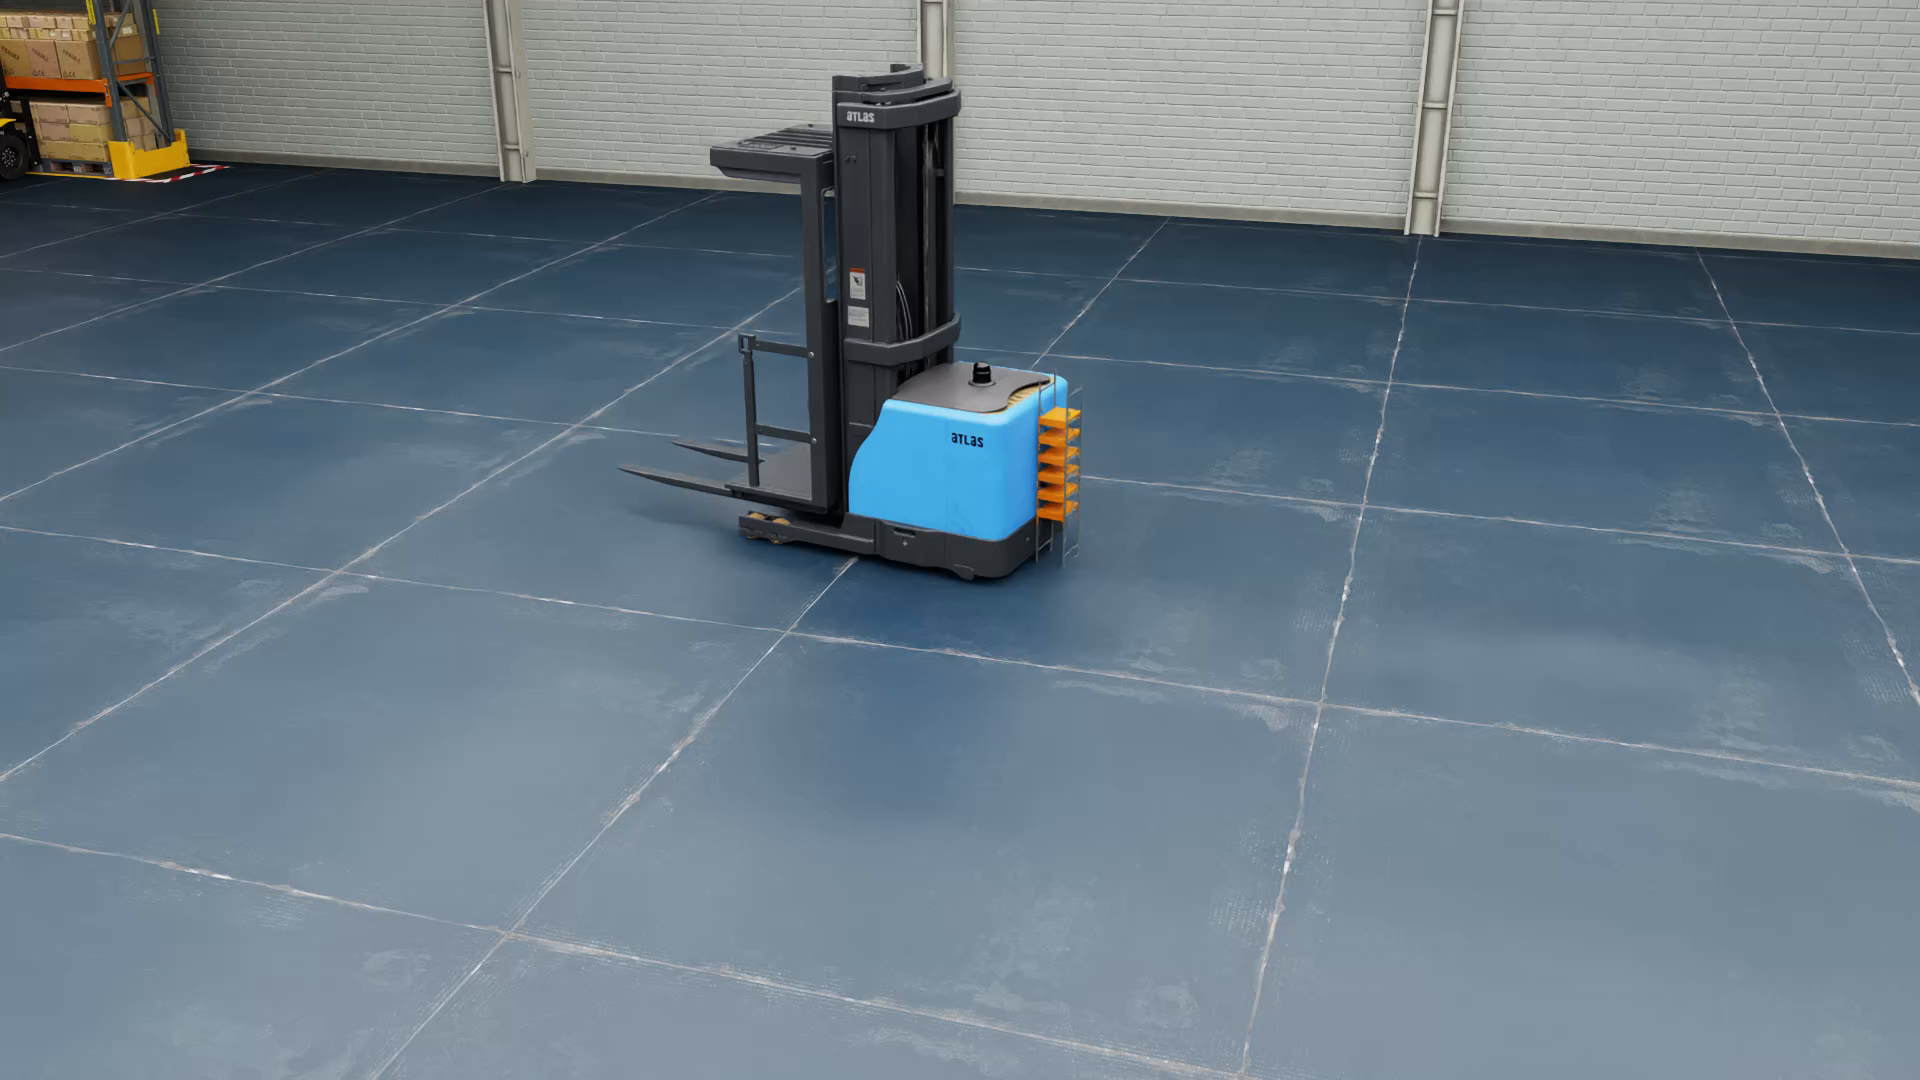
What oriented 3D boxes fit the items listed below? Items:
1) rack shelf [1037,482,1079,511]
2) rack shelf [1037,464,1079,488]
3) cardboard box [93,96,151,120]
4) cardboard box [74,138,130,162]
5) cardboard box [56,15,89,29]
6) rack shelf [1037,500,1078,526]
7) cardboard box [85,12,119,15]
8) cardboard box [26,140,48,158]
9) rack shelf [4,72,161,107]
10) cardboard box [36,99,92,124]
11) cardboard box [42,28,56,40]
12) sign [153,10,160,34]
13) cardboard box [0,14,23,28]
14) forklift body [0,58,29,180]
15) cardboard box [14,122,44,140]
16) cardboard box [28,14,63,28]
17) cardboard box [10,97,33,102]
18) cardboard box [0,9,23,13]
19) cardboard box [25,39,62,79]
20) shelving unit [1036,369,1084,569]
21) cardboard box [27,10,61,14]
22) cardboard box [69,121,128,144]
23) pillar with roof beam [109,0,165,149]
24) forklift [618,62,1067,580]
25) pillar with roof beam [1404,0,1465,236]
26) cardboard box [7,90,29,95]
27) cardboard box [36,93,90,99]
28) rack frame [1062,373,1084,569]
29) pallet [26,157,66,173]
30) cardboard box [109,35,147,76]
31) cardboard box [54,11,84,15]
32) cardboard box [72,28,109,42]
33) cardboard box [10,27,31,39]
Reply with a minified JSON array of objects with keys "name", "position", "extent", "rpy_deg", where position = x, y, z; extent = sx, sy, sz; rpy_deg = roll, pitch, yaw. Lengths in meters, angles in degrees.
[{"name":"rack shelf","position":[0.612,-0.279,10.303],"extent":[0.180,0.103,0.258],"rpy_deg":[11,25,25]},{"name":"rack shelf","position":[0.612,-0.390,10.258],"extent":[0.180,0.103,0.258],"rpy_deg":[11,25,25]},{"name":"cardboard box","position":[-11.789,-6.084,23.401],"extent":[0.500,0.250,0.500],"rpy_deg":[6,23,15]},{"name":"cardboard box","position":[-11.925,-5.436,23.140],"extent":[0.500,0.250,0.500],"rpy_deg":[7,23,16]},{"name":"cardboard box","position":[-12.033,-7.040,22.601],"extent":[0.250,0.149,0.380],"rpy_deg":[7,23,16]},{"name":"rack shelf","position":[0.612,-0.168,10.349],"extent":[0.180,0.103,0.258],"rpy_deg":[11,25,25]},{"name":"cardboard box","position":[-11.880,-7.228,23.059],"extent":[0.250,0.149,0.380],"rpy_deg":[7,23,17]},{"name":"cardboard box","position":[-12.874,-5.552,23.423],"extent":[0.500,0.250,0.500],"rpy_deg":[7,23,16]},{"name":"rack shelf","position":[-13.298,-6.464,23.523],"extent":[4.000,0.370,1.077],"rpy_deg":[7,23,16]},{"name":"cardboard box","position":[-12.405,-5.953,23.083],"extent":[0.500,0.250,0.500],"rpy_deg":[7,23,16]},{"name":"cardboard box","position":[-12.280,-6.928,22.720],"extent":[0.250,0.149,0.380],"rpy_deg":[7,23,17]},{"name":"sign","position":[-11.218,-7.216,23.163],"extent":[0.005,0.325,0.100],"rpy_deg":[7,23,16]},{"name":"cardboard box","position":[-13.038,-7.128,22.815],"extent":[0.250,0.149,0.380],"rpy_deg":[7,23,17]},{"name":"forklift body","position":[-13.726,-5.730,21.904],"extent":[1.214,2.155,2.313],"rpy_deg":[7,23,16]},{"name":"cardboard box","position":[-12.917,-5.778,23.316],"extent":[0.500,0.250,0.500],"rpy_deg":[6,23,14]},{"name":"cardboard box","position":[-12.508,-7.113,22.780],"extent":[0.250,0.149,0.380],"rpy_deg":[7,23,16]},{"name":"cardboard box","position":[-13.374,-6.063,23.351],"extent":[0.500,0.250,0.500],"rpy_deg":[6,23,14]},{"name":"cardboard box","position":[-13.370,-7.383,23.439],"extent":[0.250,0.149,0.380],"rpy_deg":[7,23,17]},{"name":"cardboard box","position":[-12.425,-6.642,22.879],"extent":[0.500,0.500,0.500],"rpy_deg":[7,23,17]},{"name":"shelving unit","position":[0.612,-0.431,10.241],"extent":[0.189,1.200,0.258],"rpy_deg":[11,25,25]},{"name":"cardboard box","position":[-12.856,-7.357,23.376],"extent":[0.250,0.149,0.380],"rpy_deg":[6,23,14]},{"name":"cardboard box","position":[-11.940,-5.671,23.053],"extent":[0.500,0.250,0.500],"rpy_deg":[6,23,15]},{"name":"pillar with roof beam","position":[-13.033,-8.193,18.885],"extent":[0.400,9.000,9.100],"rpy_deg":[7,23,16]},{"name":"forklift","position":[-0.854,-1.491,10.542],"extent":[3.031,2.935,1.130],"rpy_deg":[11,25,25]},{"name":"pillar with roof beam","position":[4.199,-6.219,14.075],"extent":[0.400,9.000,9.100],"rpy_deg":[7,23,16]},{"name":"cardboard box","position":[-13.716,-6.307,23.944],"extent":[0.500,0.250,0.500],"rpy_deg":[7,23,16]},{"name":"cardboard box","position":[-12.744,-6.196,23.674],"extent":[0.500,0.250,0.500],"rpy_deg":[6,23,15]},{"name":"rack frame","position":[0.693,-0.415,10.202],"extent":[0.006,1.200,0.240],"rpy_deg":[11,25,25]},{"name":"pallet","position":[-13.292,-5.490,23.877],"extent":[1.213,0.211,1.003],"rpy_deg":[7,23,15]},{"name":"cardboard box","position":[-11.778,-6.779,23.212],"extent":[0.500,0.500,0.500],"rpy_deg":[7,23,17]},{"name":"cardboard box","position":[-12.374,-7.273,23.170],"extent":[0.250,0.149,0.380],"rpy_deg":[7,23,16]},{"name":"cardboard box","position":[-11.796,-6.860,22.555],"extent":[0.250,0.149,0.380],"rpy_deg":[7,23,16]},{"name":"cardboard box","position":[-12.784,-6.971,22.826],"extent":[0.250,0.149,0.380],"rpy_deg":[6,23,14]}]
